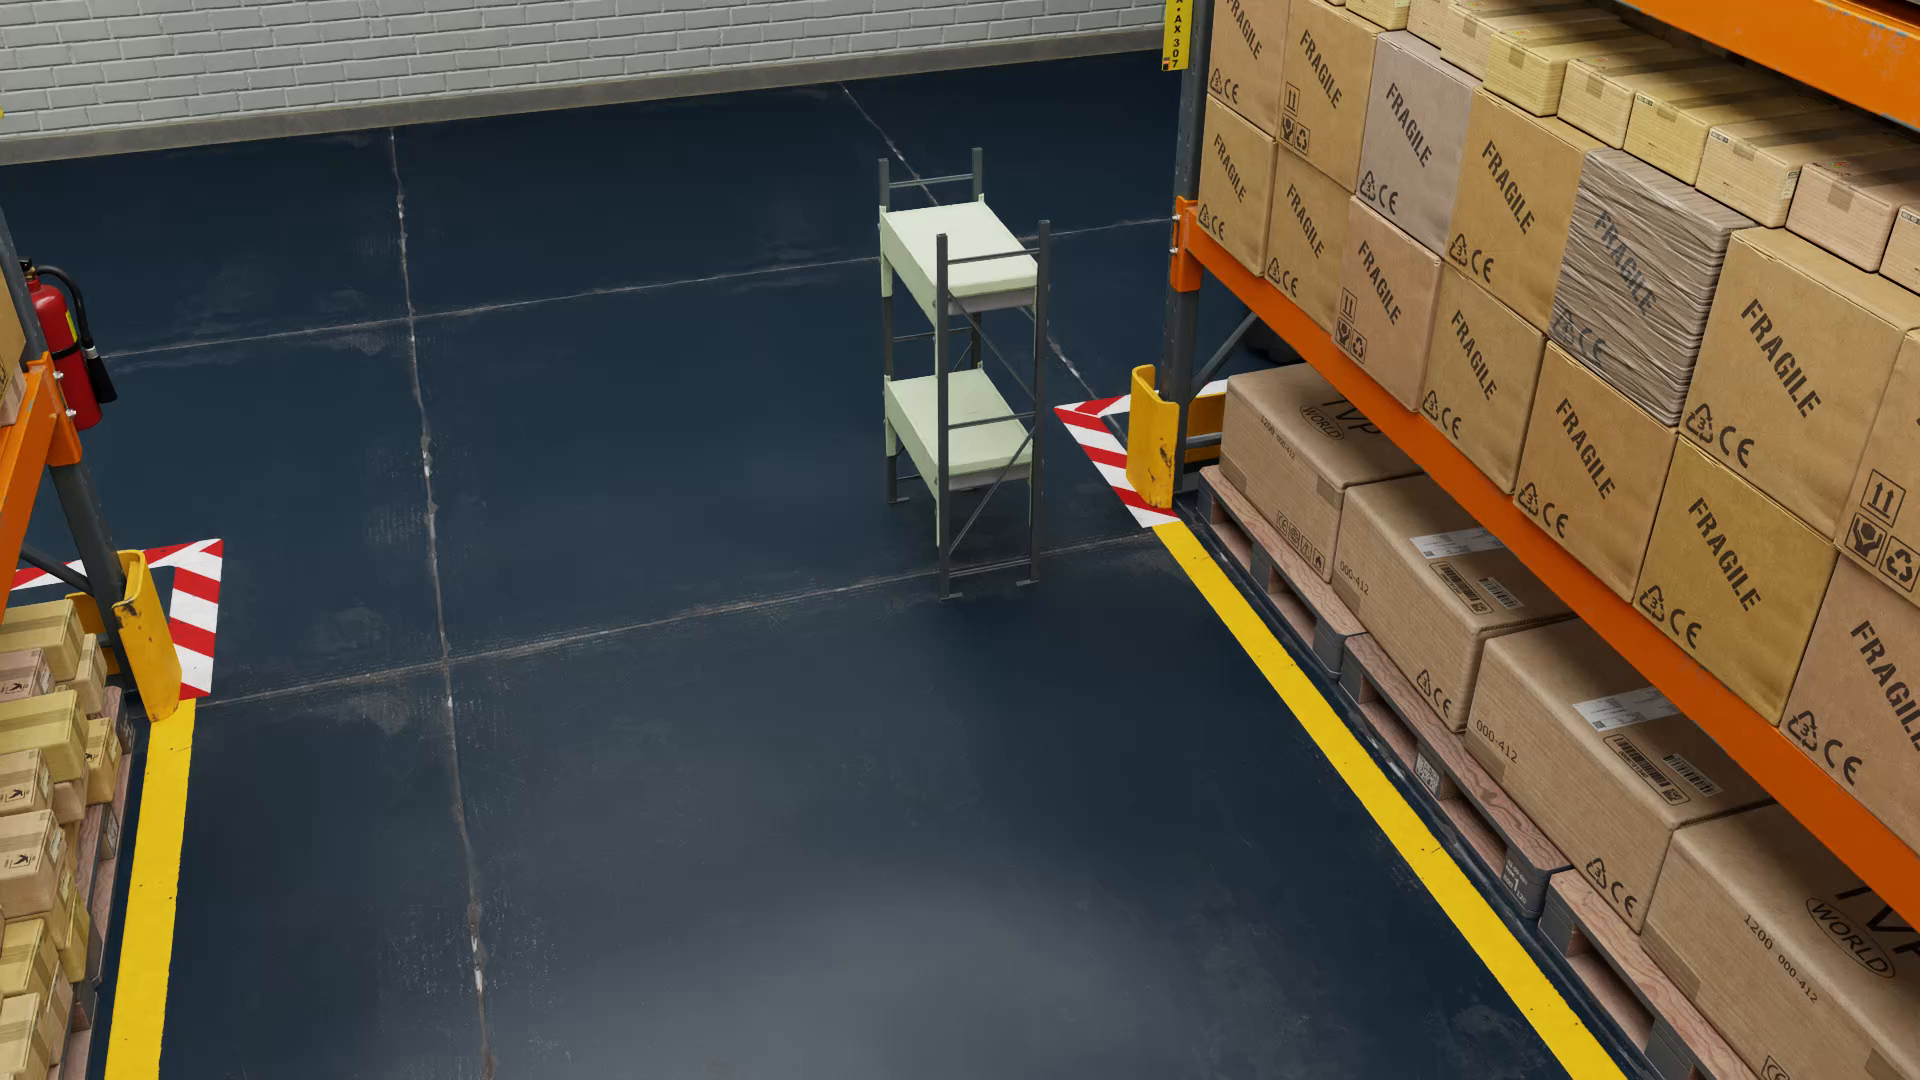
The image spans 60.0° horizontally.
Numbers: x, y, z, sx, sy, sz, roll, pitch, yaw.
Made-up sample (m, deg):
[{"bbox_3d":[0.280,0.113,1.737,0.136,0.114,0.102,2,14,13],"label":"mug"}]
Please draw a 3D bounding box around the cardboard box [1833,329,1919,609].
[{"bbox_3d":[2.127,-0.107,3.193,0.500,0.500,0.500,-10,35,-15],"label":"cardboard box"}]

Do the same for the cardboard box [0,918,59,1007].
[{"bbox_3d":[-2.546,1.138,4.242,0.380,0.149,0.250,-8,34,-12],"label":"cardboard box"}]

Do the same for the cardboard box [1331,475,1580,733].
[{"bbox_3d":[1.897,0.156,5.737,0.875,0.438,0.875,-9,35,-13],"label":"cardboard box"}]

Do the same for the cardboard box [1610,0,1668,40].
[{"bbox_3d":[2.055,-1.461,4.654,0.380,0.149,0.250,-9,35,-14],"label":"cardboard box"}]

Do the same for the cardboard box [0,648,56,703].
[{"bbox_3d":[-2.945,0.482,4.966,0.380,0.149,0.250,-9,35,-14],"label":"cardboard box"}]

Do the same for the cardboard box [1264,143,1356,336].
[{"bbox_3d":[1.367,-1.027,5.493,0.500,0.500,0.500,-10,35,-15],"label":"cardboard box"}]

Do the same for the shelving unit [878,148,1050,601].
[{"bbox_3d":[0.002,-0.622,6.331,0.431,1.500,0.755,-10,35,-15],"label":"shelving unit"}]

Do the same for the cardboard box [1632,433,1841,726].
[{"bbox_3d":[1.987,0.042,3.875,0.500,0.500,0.500,-11,35,-16],"label":"cardboard box"}]

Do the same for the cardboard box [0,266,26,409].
[{"bbox_3d":[-2.988,-0.635,4.629,0.500,0.500,0.500,-9,35,-14],"label":"cardboard box"}]

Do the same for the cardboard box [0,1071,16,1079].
[{"bbox_3d":[-2.384,1.411,3.828,0.380,0.149,0.250,-10,35,-15],"label":"cardboard box"}]

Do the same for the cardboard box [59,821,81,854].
[{"bbox_3d":[-2.837,0.865,4.925,0.380,0.149,0.250,-10,35,-15],"label":"cardboard box"}]

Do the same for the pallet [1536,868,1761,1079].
[{"bbox_3d":[2.376,1.304,4.585,1.003,0.211,1.213,-10,35,-15],"label":"pallet"}]

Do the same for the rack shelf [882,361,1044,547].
[{"bbox_3d":[0.002,-0.350,6.511,0.431,0.370,0.720,-10,35,-15],"label":"rack shelf"}]

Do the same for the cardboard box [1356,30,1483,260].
[{"bbox_3d":[1.517,-1.167,4.797,0.500,0.500,0.500,-10,35,-15],"label":"cardboard box"}]

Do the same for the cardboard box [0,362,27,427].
[{"bbox_3d":[-3.001,-0.433,4.912,0.380,0.149,0.250,-10,35,-15],"label":"cardboard box"}]

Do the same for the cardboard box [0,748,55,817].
[{"bbox_3d":[-2.726,0.743,4.570,0.380,0.149,0.250,-11,35,-17],"label":"cardboard box"}]

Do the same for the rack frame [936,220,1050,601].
[{"bbox_3d":[0.114,-0.430,6.040,0.400,1.500,0.023,-10,35,-15],"label":"rack frame"}]

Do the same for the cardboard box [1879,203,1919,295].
[{"bbox_3d":[2.093,-0.574,3.311,0.380,0.149,0.250,-10,35,-15],"label":"cardboard box"}]

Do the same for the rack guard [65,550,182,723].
[{"bbox_3d":[-3.347,0.421,5.659,1.175,0.500,0.348,-10,35,-15],"label":"rack guard"}]

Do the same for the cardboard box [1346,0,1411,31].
[{"bbox_3d":[1.374,-1.627,4.905,0.380,0.149,0.250,-11,35,-16],"label":"cardboard box"}]

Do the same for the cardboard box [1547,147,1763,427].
[{"bbox_3d":[1.816,-0.640,4.001,0.500,0.500,0.500,-10,35,-14],"label":"cardboard box"}]

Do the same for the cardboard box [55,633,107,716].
[{"bbox_3d":[-2.937,0.458,5.271,0.380,0.149,0.250,-11,35,-16],"label":"cardboard box"}]

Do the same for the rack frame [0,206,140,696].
[{"bbox_3d":[-3.370,-0.661,5.030,1.000,3.000,0.127,-10,35,-15],"label":"rack frame"}]

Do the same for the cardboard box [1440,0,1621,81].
[{"bbox_3d":[1.540,-1.360,4.501,0.380,0.149,0.250,-10,35,-14],"label":"cardboard box"}]

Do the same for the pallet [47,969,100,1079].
[{"bbox_3d":[-2.764,1.614,4.116,1.003,0.211,1.213,-10,35,-15],"label":"pallet"}]

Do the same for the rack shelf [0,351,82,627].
[{"bbox_3d":[-2.760,0.689,3.639,1.077,0.370,4.000,-10,35,-15],"label":"rack shelf"}]

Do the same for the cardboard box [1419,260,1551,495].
[{"bbox_3d":[1.674,-0.497,4.691,0.500,0.500,0.500,-9,34,-13],"label":"cardboard box"}]

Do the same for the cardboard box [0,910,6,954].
[{"bbox_3d":[-2.617,1.031,4.134,0.380,0.149,0.250,-11,35,-16],"label":"cardboard box"}]

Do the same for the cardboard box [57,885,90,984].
[{"bbox_3d":[-2.612,1.116,4.545,0.380,0.149,0.250,-12,35,-17],"label":"cardboard box"}]

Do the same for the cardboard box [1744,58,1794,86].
[{"bbox_3d":[2.238,-1.188,4.242,0.380,0.149,0.250,-10,35,-15],"label":"cardboard box"}]

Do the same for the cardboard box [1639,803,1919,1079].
[{"bbox_3d":[2.444,1.099,4.309,0.875,0.438,0.875,-11,35,-15],"label":"cardboard box"}]

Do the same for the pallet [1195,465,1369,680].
[{"bbox_3d":[1.632,0.023,6.523,1.003,0.211,1.213,-10,35,-15],"label":"pallet"}]

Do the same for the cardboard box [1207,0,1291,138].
[{"bbox_3d":[1.189,-1.706,5.613,0.500,0.500,0.500,-11,35,-16],"label":"cardboard box"}]

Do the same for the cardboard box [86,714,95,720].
[{"bbox_3d":[-3.011,0.594,5.335,0.380,0.149,0.250,-9,35,-14],"label":"cardboard box"}]

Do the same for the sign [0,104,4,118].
[{"bbox_3d":[-2.835,-1.359,4.749,0.100,0.325,0.005,-10,35,-15],"label":"sign"}]

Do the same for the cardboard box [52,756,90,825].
[{"bbox_3d":[-2.777,0.730,4.859,0.380,0.149,0.250,-11,35,-17],"label":"cardboard box"}]

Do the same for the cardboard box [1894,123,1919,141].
[{"bbox_3d":[2.402,-0.930,3.850,0.380,0.149,0.250,-11,35,-16],"label":"cardboard box"}]

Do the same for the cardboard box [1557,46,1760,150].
[{"bbox_3d":[1.718,-1.093,4.097,0.380,0.149,0.250,-10,35,-15],"label":"cardboard box"}]

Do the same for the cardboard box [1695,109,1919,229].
[{"bbox_3d":[1.888,-0.829,3.698,0.380,0.149,0.250,-10,35,-15],"label":"cardboard box"}]

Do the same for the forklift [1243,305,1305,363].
[{"bbox_3d":[2.887,-1.910,6.982,3.031,2.935,1.130,20,38,27],"label":"forklift"}]
